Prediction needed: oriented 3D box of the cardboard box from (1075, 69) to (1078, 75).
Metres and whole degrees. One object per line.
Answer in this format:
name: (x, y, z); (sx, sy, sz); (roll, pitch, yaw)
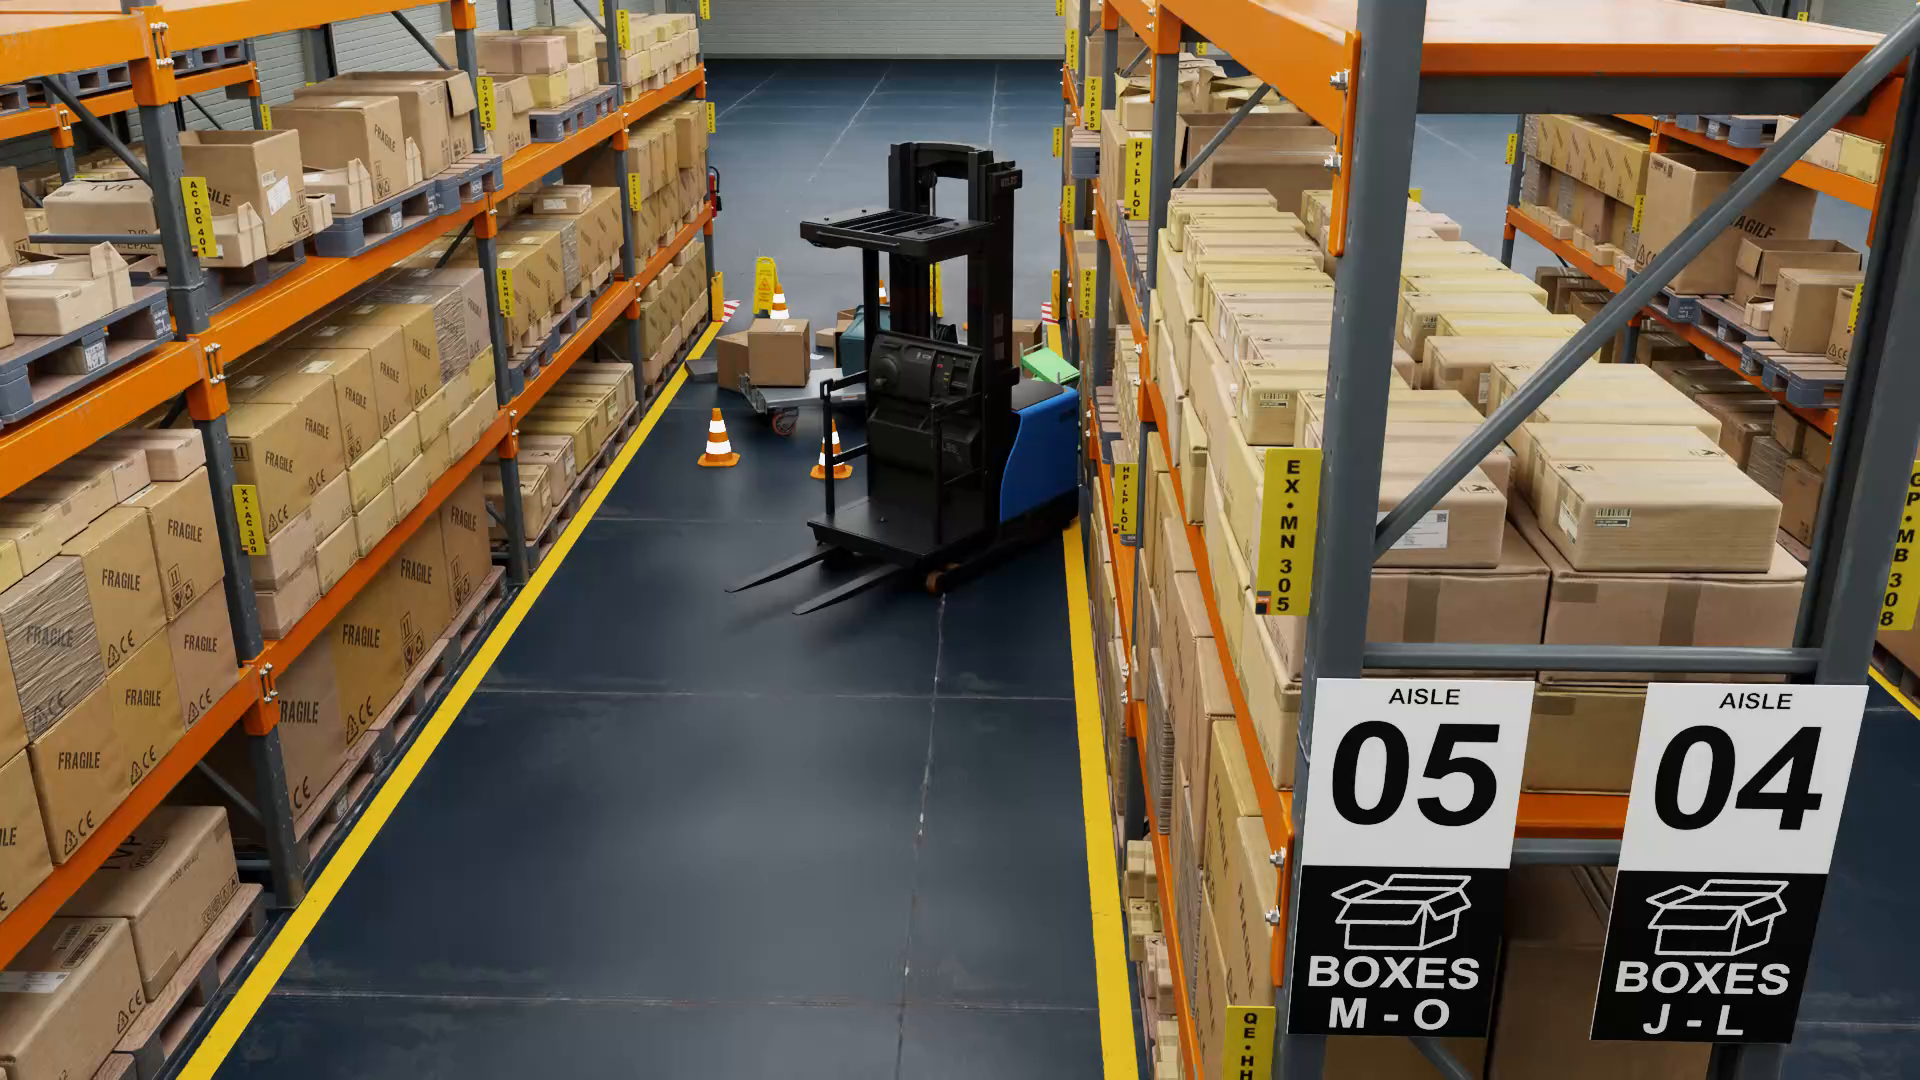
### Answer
cardboard box: (1.210, -4.185, 14.651); (0.380, 0.149, 0.250); (1, 21, 1)

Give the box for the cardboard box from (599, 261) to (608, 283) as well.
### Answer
cardboard box: (-3.169, -2.245, 13.935); (0.380, 0.149, 0.250); (0, 21, 1)

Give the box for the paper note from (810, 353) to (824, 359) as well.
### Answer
paper note: (-1.525, -1.932, 17.481); (0.148, 0.019, 0.142); (8, 23, 20)

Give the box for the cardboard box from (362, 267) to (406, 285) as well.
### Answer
cardboard box: (-3.813, -1.435, 10.560); (0.500, 0.500, 0.500); (0, 21, 0)

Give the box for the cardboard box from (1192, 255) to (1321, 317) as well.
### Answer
cardboard box: (0.937, -0.804, 5.273); (0.380, 0.149, 0.250); (2, 21, 4)

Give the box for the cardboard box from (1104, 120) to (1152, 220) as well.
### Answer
cardboard box: (1.106, -2.141, 9.614); (0.500, 0.500, 0.500); (1, 21, 2)

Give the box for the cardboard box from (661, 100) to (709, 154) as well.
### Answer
cardboard box: (-3.108, -4.455, 17.932); (0.700, 0.500, 0.500); (0, 21, 0)

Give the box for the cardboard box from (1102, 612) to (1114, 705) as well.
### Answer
cardboard box: (1.082, 0.695, 9.467); (0.500, 0.500, 0.500); (0, 21, 0)

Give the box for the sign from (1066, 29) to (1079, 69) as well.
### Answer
sign: (0.964, -4.208, 14.257); (0.100, 0.325, 0.005); (1, 21, 2)

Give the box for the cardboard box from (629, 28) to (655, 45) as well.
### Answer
cardboard box: (-3.111, -4.779, 15.797); (0.380, 0.149, 0.250); (0, 21, 1)

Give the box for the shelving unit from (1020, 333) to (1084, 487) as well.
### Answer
shelving unit: (0.736, -0.987, 13.182); (0.258, 1.200, 0.503); (-25, 45, -23)

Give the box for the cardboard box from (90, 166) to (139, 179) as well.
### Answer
cardboard box: (-8.060, -3.477, 15.897); (0.380, 0.149, 0.250); (1, 21, 3)

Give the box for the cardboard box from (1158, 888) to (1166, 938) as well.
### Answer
cardboard box: (1.032, 1.535, 6.963); (0.380, 0.149, 0.250); (0, 21, 1)

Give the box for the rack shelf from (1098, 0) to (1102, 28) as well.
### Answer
rack shelf: (1.458, -4.078, 12.147); (1.077, 0.370, 4.000); (1, 21, 2)

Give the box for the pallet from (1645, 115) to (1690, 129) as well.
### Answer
pallet: (6.348, -3.524, 13.578); (1.213, 0.211, 1.003); (1, 21, 2)

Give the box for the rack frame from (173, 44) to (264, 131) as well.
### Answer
rack frame: (-8.272, -4.044, 18.804); (1.000, 3.000, 0.127); (1, 21, 2)

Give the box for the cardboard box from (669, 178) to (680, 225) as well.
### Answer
cardboard box: (-3.124, -3.432, 16.677); (0.500, 0.500, 0.500); (1, 21, 2)

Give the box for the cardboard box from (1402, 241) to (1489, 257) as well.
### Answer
cardboard box: (1.516, -0.888, 5.489); (0.380, 0.149, 0.250); (0, 21, -1)

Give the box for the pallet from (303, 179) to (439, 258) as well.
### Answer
pallet: (-3.551, -1.771, 9.060); (1.003, 0.211, 1.213); (2, 21, 4)

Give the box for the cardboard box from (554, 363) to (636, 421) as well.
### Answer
cardboard box: (-3.446, -1.325, 14.850); (0.950, 0.372, 0.625); (1, 21, 2)

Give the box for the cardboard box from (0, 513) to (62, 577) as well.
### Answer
cardboard box: (-3.462, 0.015, 5.927); (0.380, 0.149, 0.250); (0, 21, 1)

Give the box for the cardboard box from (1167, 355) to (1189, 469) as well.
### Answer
cardboard box: (0.956, -0.429, 5.547); (0.500, 0.250, 0.500); (2, 21, 4)

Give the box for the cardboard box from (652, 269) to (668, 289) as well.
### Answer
cardboard box: (-3.067, -2.551, 16.244); (0.380, 0.149, 0.250); (1, 21, 4)

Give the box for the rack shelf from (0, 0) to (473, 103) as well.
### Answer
rack shelf: (-3.615, -2.650, 8.466); (1.077, 0.370, 4.000); (1, 21, 2)

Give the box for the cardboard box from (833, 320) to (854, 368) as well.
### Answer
cardboard box: (-0.853, -1.889, 16.514); (0.797, 0.637, 0.503); (1, 21, 2)

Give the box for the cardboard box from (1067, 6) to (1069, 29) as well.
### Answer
cardboard box: (1.355, -5.327, 17.042); (0.500, 0.250, 0.500); (0, 21, 1)

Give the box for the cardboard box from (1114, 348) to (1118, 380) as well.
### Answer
cardboard box: (1.182, -1.125, 10.637); (0.380, 0.149, 0.250); (2, 21, 4)

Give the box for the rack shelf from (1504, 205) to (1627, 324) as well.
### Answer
rack shelf: (6.534, -2.823, 16.652); (1.077, 0.370, 4.000); (1, 21, 2)

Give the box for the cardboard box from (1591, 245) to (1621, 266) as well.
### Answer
cardboard box: (6.167, -2.671, 15.613); (0.380, 0.149, 0.250); (1, 21, 2)

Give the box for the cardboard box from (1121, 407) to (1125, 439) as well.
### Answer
cardboard box: (1.159, -0.707, 9.971); (0.380, 0.149, 0.250); (2, 21, 4)

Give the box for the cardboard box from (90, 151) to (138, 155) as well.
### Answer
cardboard box: (-8.571, -3.853, 16.867); (0.380, 0.149, 0.250); (1, 21, 2)

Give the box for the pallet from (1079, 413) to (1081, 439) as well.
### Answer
pallet: (1.571, -0.946, 14.676); (1.003, 0.211, 1.213); (1, 21, 2)

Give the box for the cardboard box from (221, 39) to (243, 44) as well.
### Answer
cardboard box: (-8.042, -5.568, 17.730); (0.500, 0.500, 0.500); (1, 21, 3)

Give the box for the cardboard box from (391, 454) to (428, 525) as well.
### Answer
cardboard box: (-3.328, -0.291, 9.339); (0.500, 0.250, 0.500); (0, 21, 1)

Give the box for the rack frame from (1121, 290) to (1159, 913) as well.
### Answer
rack frame: (1.275, 0.366, 7.438); (1.000, 3.000, 0.127); (1, 21, 2)

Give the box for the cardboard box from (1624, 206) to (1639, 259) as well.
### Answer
cardboard box: (6.549, -2.783, 15.004); (0.875, 0.500, 0.500); (1, 21, 2)

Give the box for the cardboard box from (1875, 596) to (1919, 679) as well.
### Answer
cardboard box: (6.275, 0.377, 9.766); (1.225, 0.875, 0.875); (1, 21, 2)

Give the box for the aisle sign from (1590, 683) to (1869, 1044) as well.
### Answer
aisle sign: (1.451, 0.630, 3.164); (0.394, 0.787, 0.004); (1, 21, 2)

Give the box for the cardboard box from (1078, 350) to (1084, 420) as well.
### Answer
cardboard box: (1.590, -1.448, 14.643); (1.050, 0.750, 0.750); (1, 21, 1)

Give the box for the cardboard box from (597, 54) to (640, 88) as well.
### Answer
cardboard box: (-3.145, -4.167, 14.772); (0.500, 0.250, 0.500); (0, 21, 0)

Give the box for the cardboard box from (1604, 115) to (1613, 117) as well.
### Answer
cardboard box: (6.816, -4.150, 17.147); (0.500, 0.500, 0.500); (1, 21, 2)

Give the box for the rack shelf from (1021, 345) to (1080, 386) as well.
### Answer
rack shelf: (0.713, -1.304, 12.912); (0.258, 0.148, 0.480); (-25, 45, -23)

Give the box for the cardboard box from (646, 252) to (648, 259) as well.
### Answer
cardboard box: (-3.168, -2.726, 15.755); (0.380, 0.149, 0.250); (1, 21, 1)

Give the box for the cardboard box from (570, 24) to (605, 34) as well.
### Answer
cardboard box: (-3.603, -4.967, 16.283); (0.380, 0.149, 0.250); (1, 21, 3)

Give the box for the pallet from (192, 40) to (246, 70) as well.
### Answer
pallet: (-8.319, -5.146, 17.619); (1.003, 0.211, 1.213); (1, 21, 2)

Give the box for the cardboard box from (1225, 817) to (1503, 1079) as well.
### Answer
cardboard box: (0.919, 0.993, 3.892); (0.500, 0.500, 0.500); (0, 21, 1)

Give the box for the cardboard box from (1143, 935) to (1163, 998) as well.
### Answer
cardboard box: (0.980, 1.814, 7.067); (0.380, 0.149, 0.250); (1, 21, 1)

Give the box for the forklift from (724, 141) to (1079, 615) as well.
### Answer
forklift: (-0.383, -1.186, 11.534); (1.130, 2.935, 3.031); (16, 26, 35)

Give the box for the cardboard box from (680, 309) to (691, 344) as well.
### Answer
cardboard box: (-3.100, -2.233, 17.357); (0.500, 0.250, 0.500); (0, 21, 0)

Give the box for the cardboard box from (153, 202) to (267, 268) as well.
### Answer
cardboard box: (-3.310, -1.360, 7.347); (0.396, 0.266, 0.258); (0, 21, 1)

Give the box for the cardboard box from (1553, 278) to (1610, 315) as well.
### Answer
cardboard box: (6.575, -2.470, 17.623); (0.500, 0.500, 0.500); (6, 22, 16)

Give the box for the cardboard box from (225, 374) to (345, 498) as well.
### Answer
cardboard box: (-3.387, -0.505, 8.162); (0.500, 0.500, 0.500); (1, 21, 1)

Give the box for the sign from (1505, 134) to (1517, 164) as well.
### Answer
sign: (6.053, -4.291, 18.244); (0.100, 0.325, 0.005); (1, 21, 2)

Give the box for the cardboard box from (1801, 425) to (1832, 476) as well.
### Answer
cardboard box: (6.342, -0.621, 11.793); (0.500, 0.250, 0.500); (1, 21, 4)

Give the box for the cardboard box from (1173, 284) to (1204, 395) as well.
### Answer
cardboard box: (0.972, -0.662, 5.458); (0.500, 0.250, 0.500); (1, 21, 3)

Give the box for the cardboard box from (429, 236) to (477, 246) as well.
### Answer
cardboard box: (-3.799, -2.016, 12.448); (0.500, 0.500, 0.500); (-1, 21, -2)
